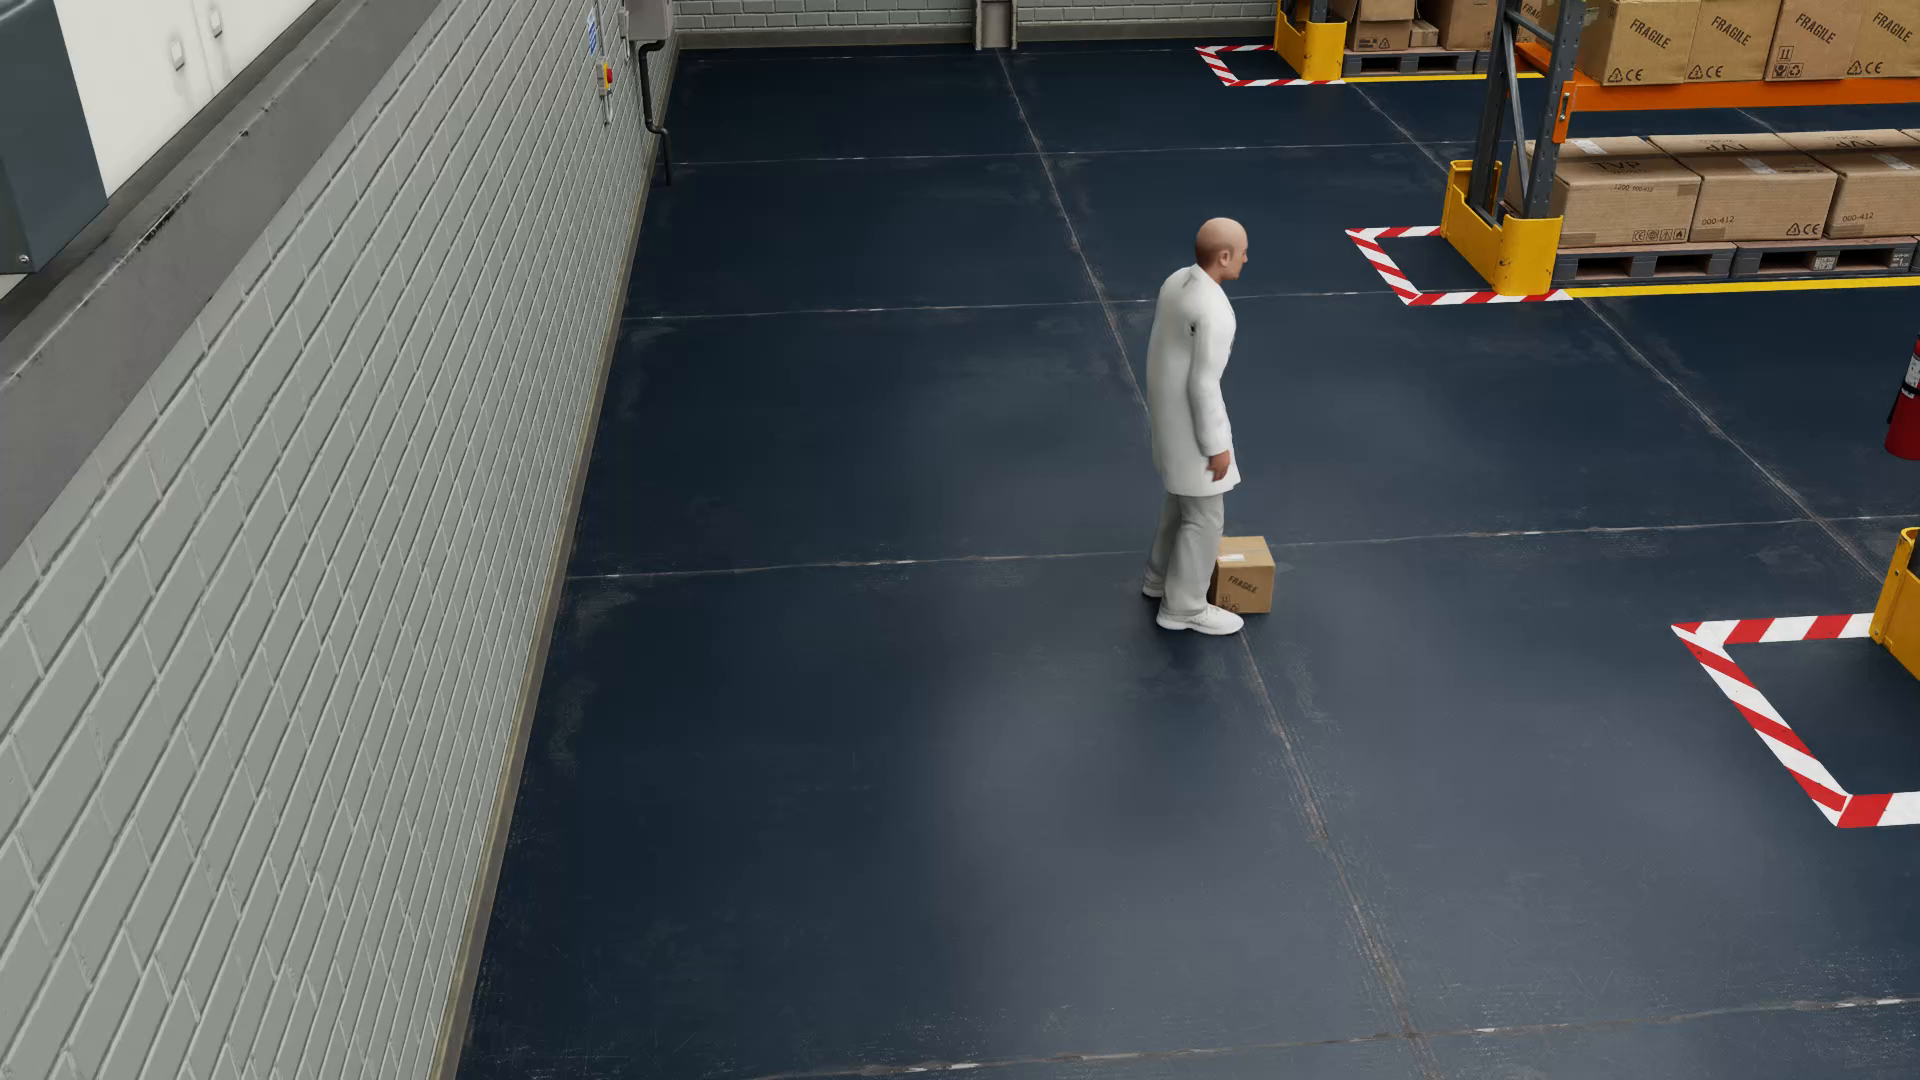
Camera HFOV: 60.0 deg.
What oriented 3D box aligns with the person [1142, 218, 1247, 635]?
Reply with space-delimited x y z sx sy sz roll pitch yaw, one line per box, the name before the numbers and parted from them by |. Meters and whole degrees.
person | 0.989 -0.485 6.966 0.429 1.772 0.644 -4 31 -7
